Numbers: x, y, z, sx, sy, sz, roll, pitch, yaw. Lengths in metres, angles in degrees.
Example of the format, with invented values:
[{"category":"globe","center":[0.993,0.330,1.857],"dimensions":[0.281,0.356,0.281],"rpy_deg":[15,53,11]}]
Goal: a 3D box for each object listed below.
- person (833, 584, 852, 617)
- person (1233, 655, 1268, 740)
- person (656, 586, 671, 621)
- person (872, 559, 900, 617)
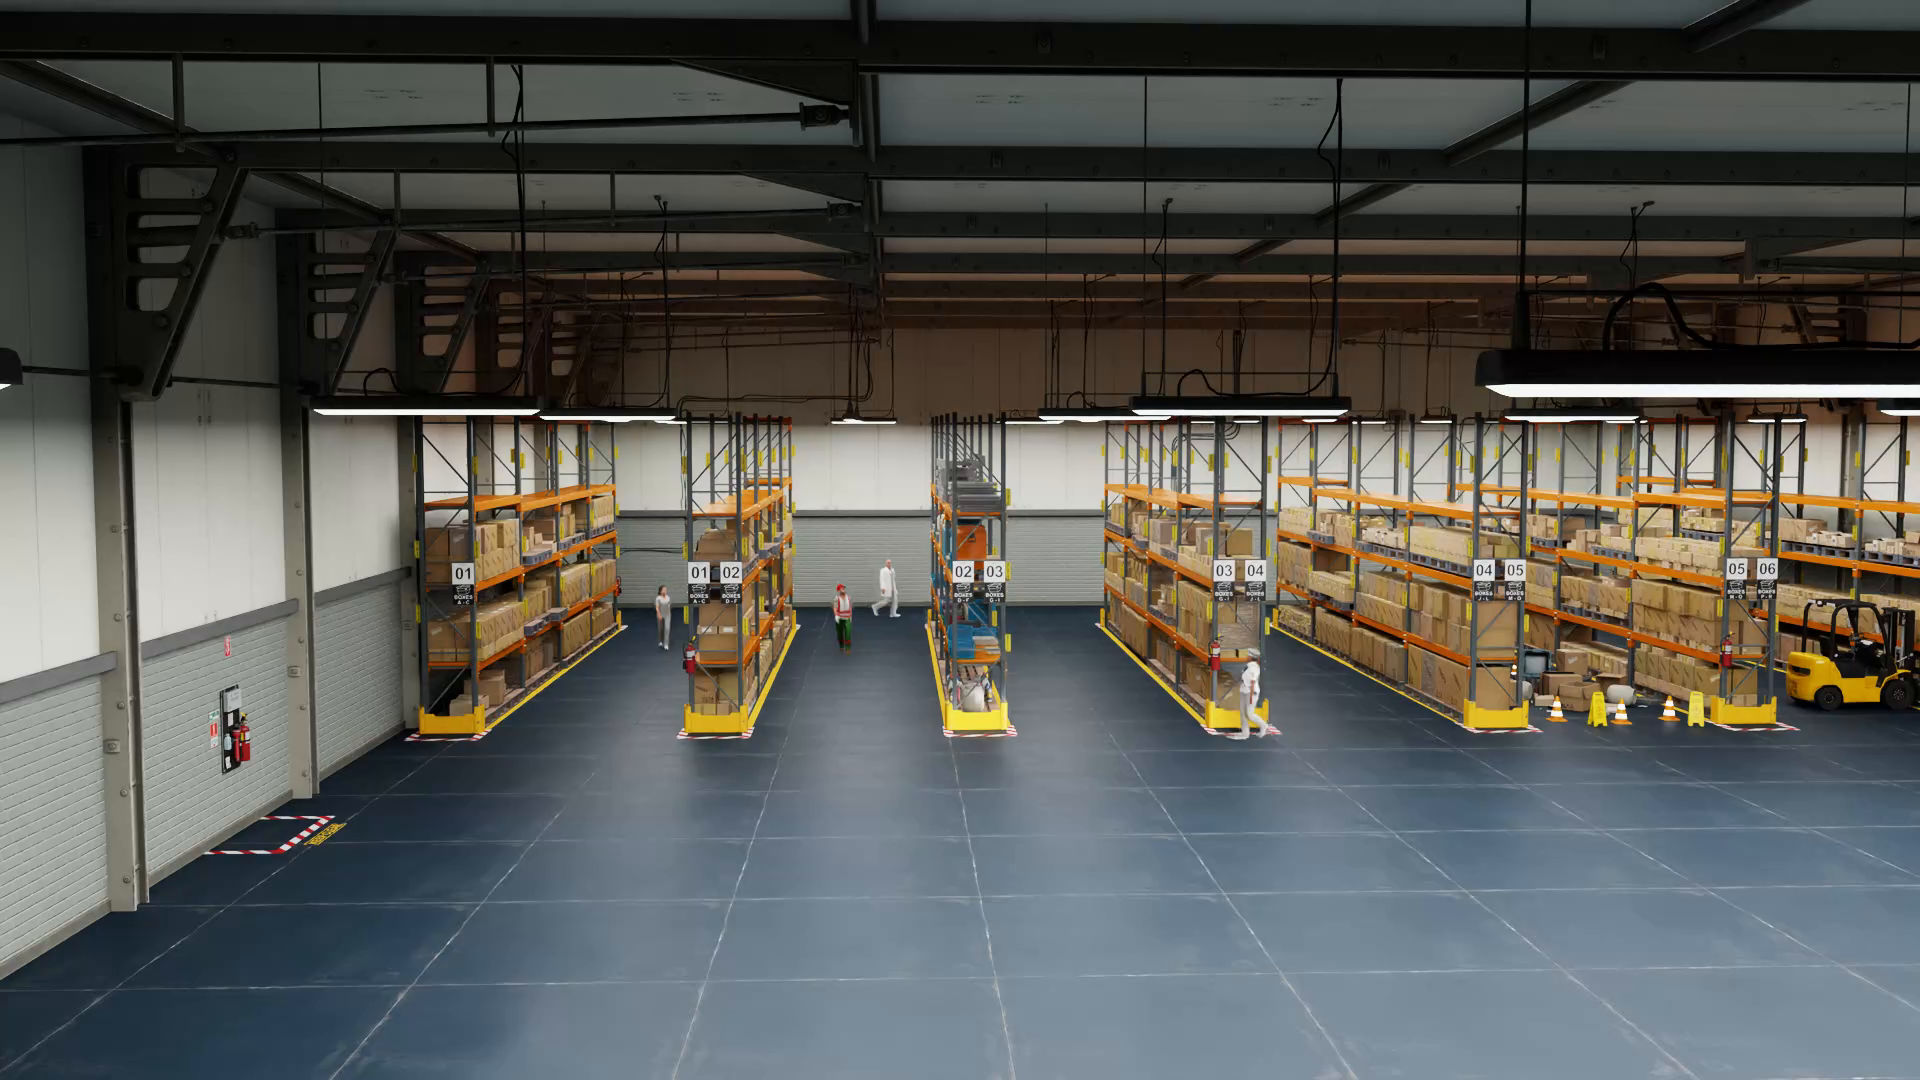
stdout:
[{"category":"person","center":[-2.949,1.553,41.721],"dimensions":[0.487,0.882,0.513],"rpy_deg":[0,4,-4]},{"category":"person","center":[5.315,2.825,30.344],"dimensions":[0.571,1.643,0.441],"rpy_deg":[-2,4,-27]},{"category":"person","center":[-7.657,1.660,42.878],"dimensions":[0.361,0.966,0.601],"rpy_deg":[0,4,-7]},{"category":"person","center":[-2.194,1.449,49.925],"dimensions":[0.892,1.739,0.656],"rpy_deg":[2,5,31]}]
